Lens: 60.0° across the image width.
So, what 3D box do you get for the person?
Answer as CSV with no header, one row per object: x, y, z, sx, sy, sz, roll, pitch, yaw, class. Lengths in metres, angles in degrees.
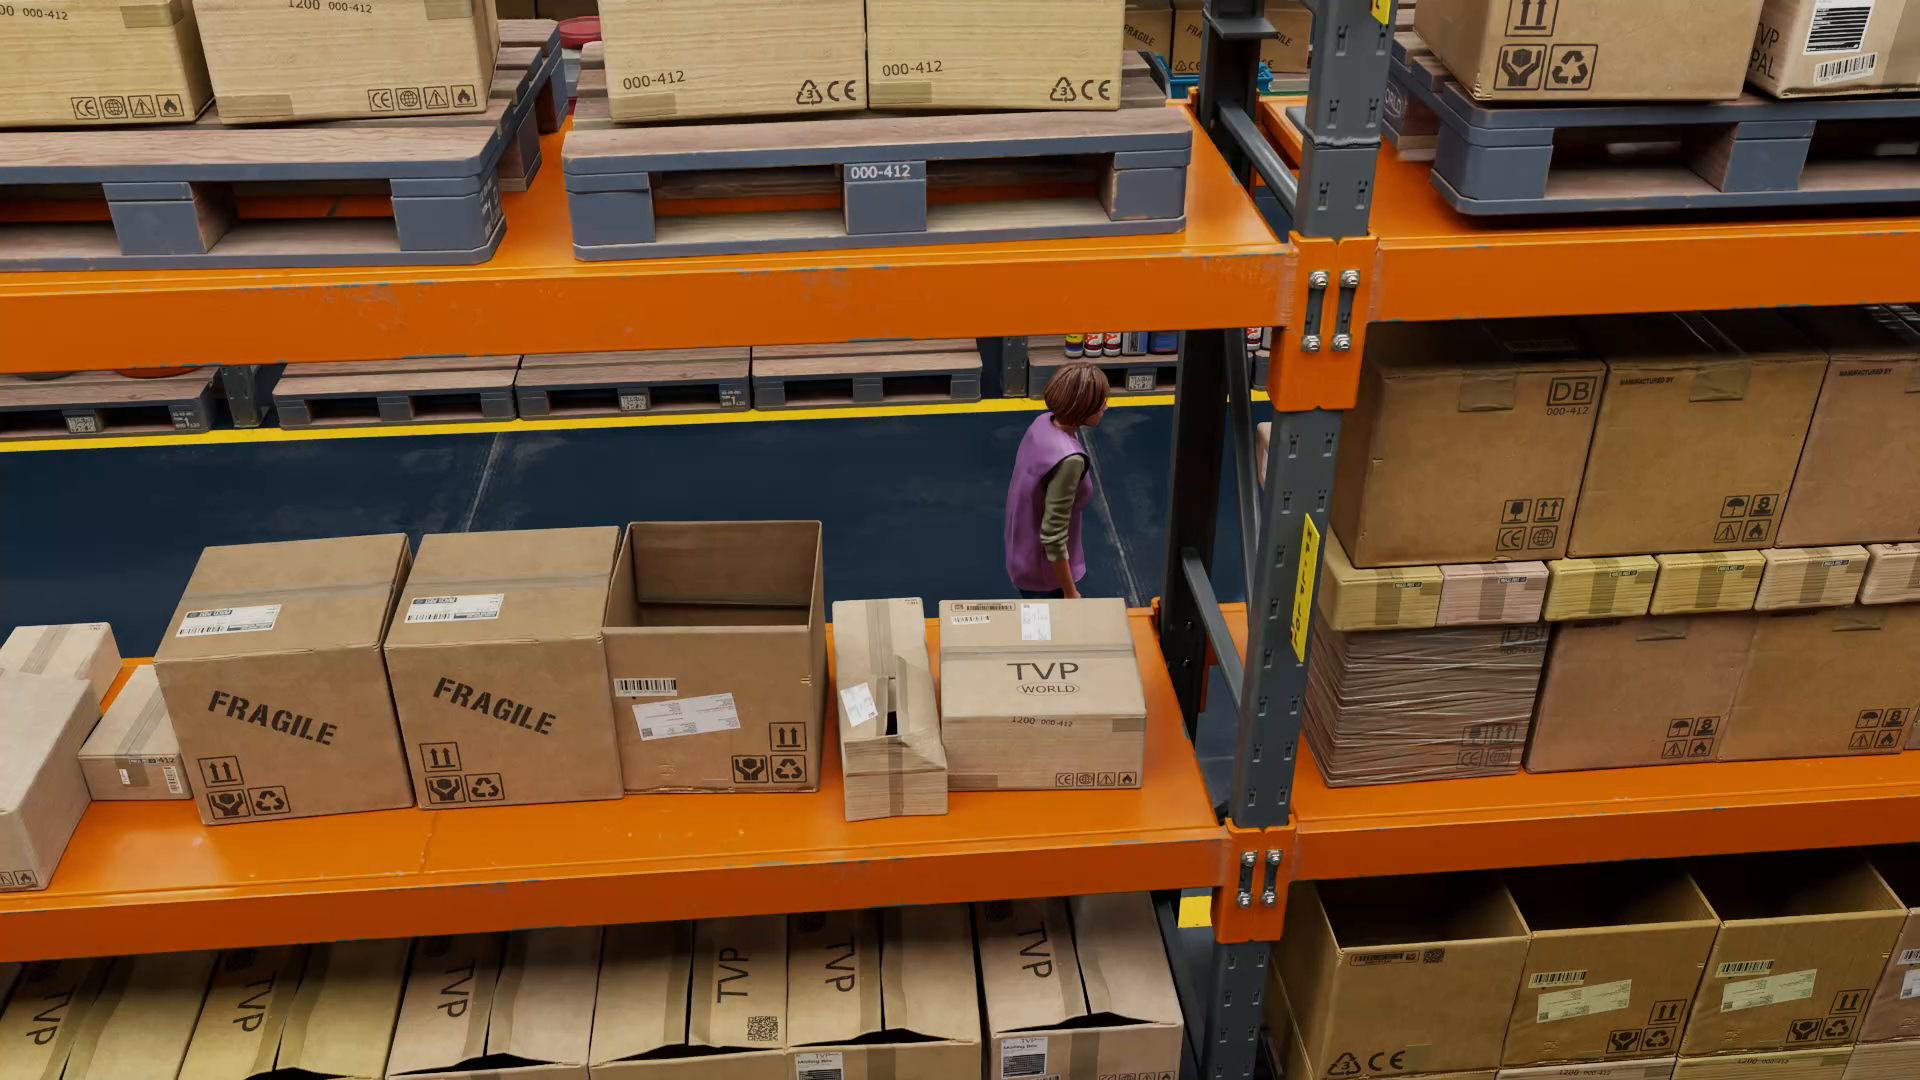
0.345,0.104,5.975,0.346,1.593,0.477,-2,32,-3,person
